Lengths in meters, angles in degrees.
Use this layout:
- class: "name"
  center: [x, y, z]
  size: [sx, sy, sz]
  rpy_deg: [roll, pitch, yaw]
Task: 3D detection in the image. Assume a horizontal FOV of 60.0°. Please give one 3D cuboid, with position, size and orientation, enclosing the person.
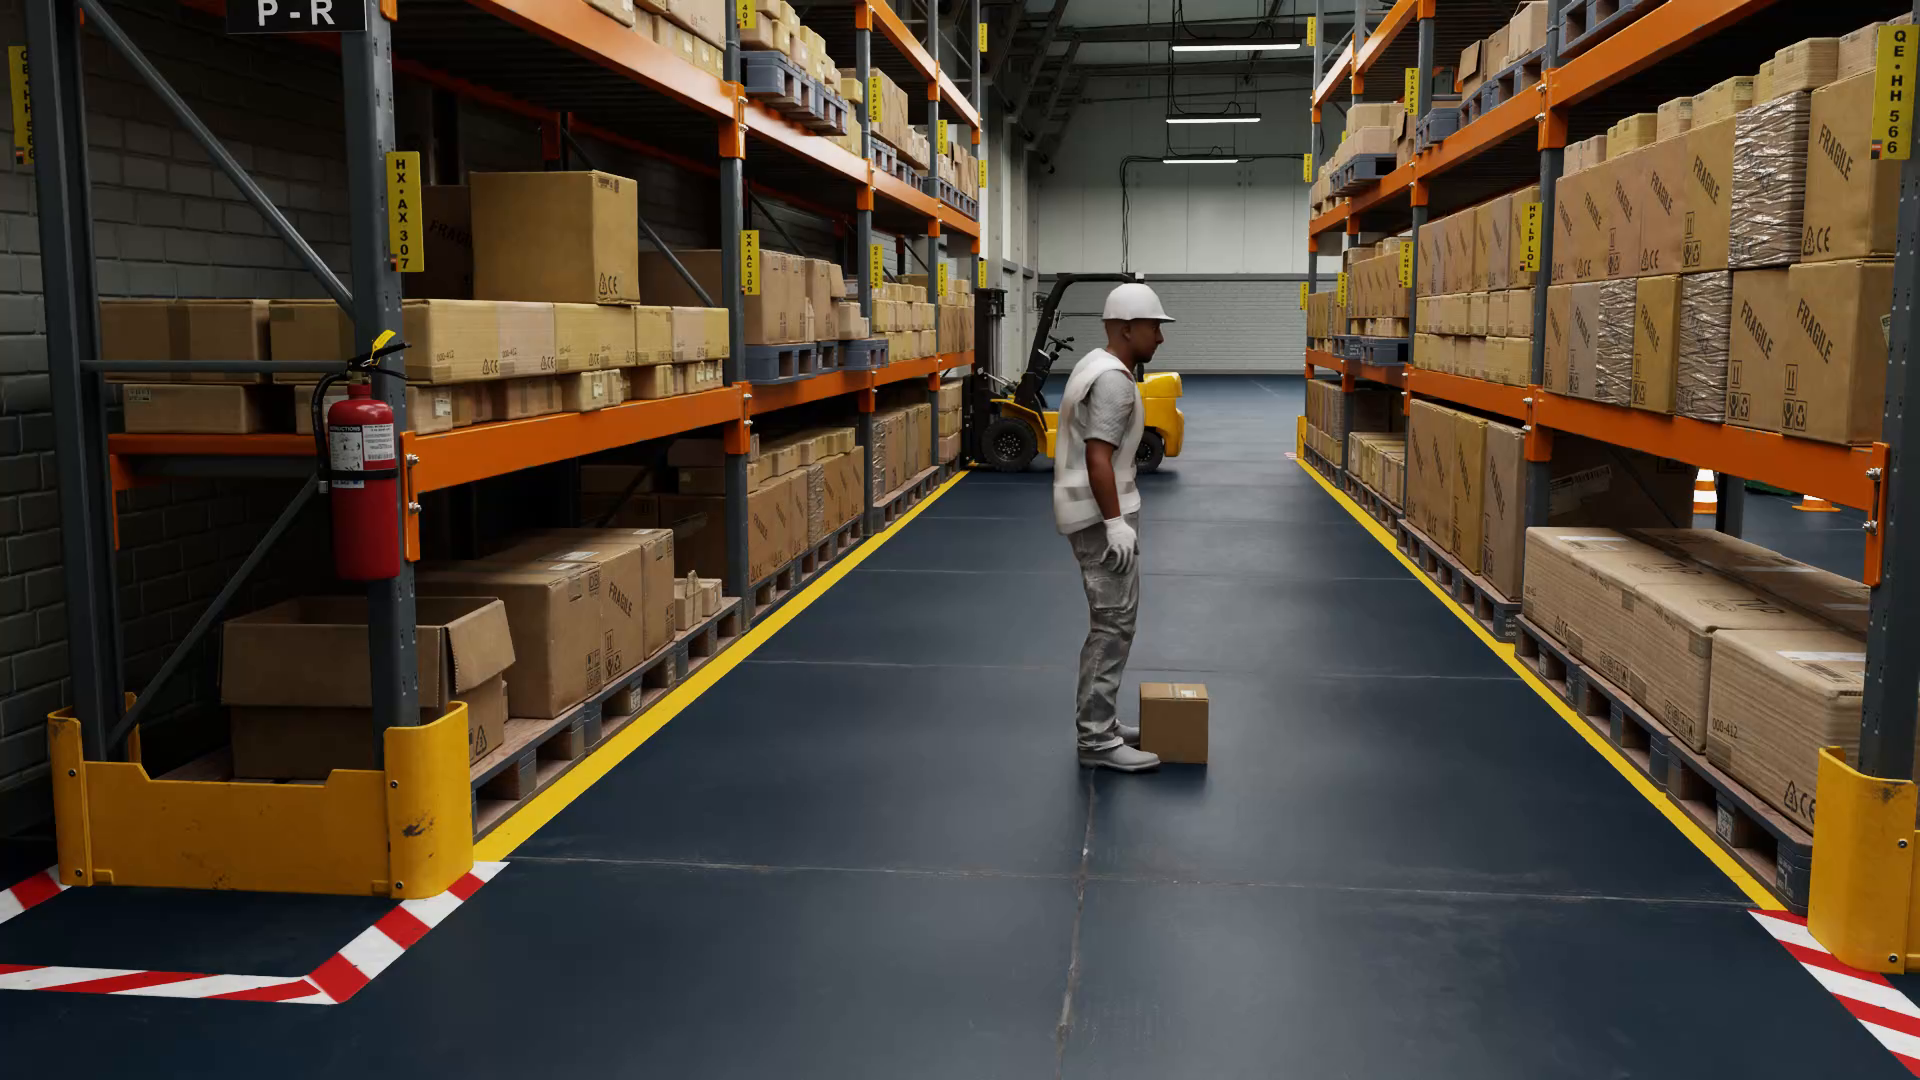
- class: "person"
  center: [0.571, -0.061, 6.215]
  size: [0.448, 1.774, 0.616]
  rpy_deg: [1, 8, 5]
